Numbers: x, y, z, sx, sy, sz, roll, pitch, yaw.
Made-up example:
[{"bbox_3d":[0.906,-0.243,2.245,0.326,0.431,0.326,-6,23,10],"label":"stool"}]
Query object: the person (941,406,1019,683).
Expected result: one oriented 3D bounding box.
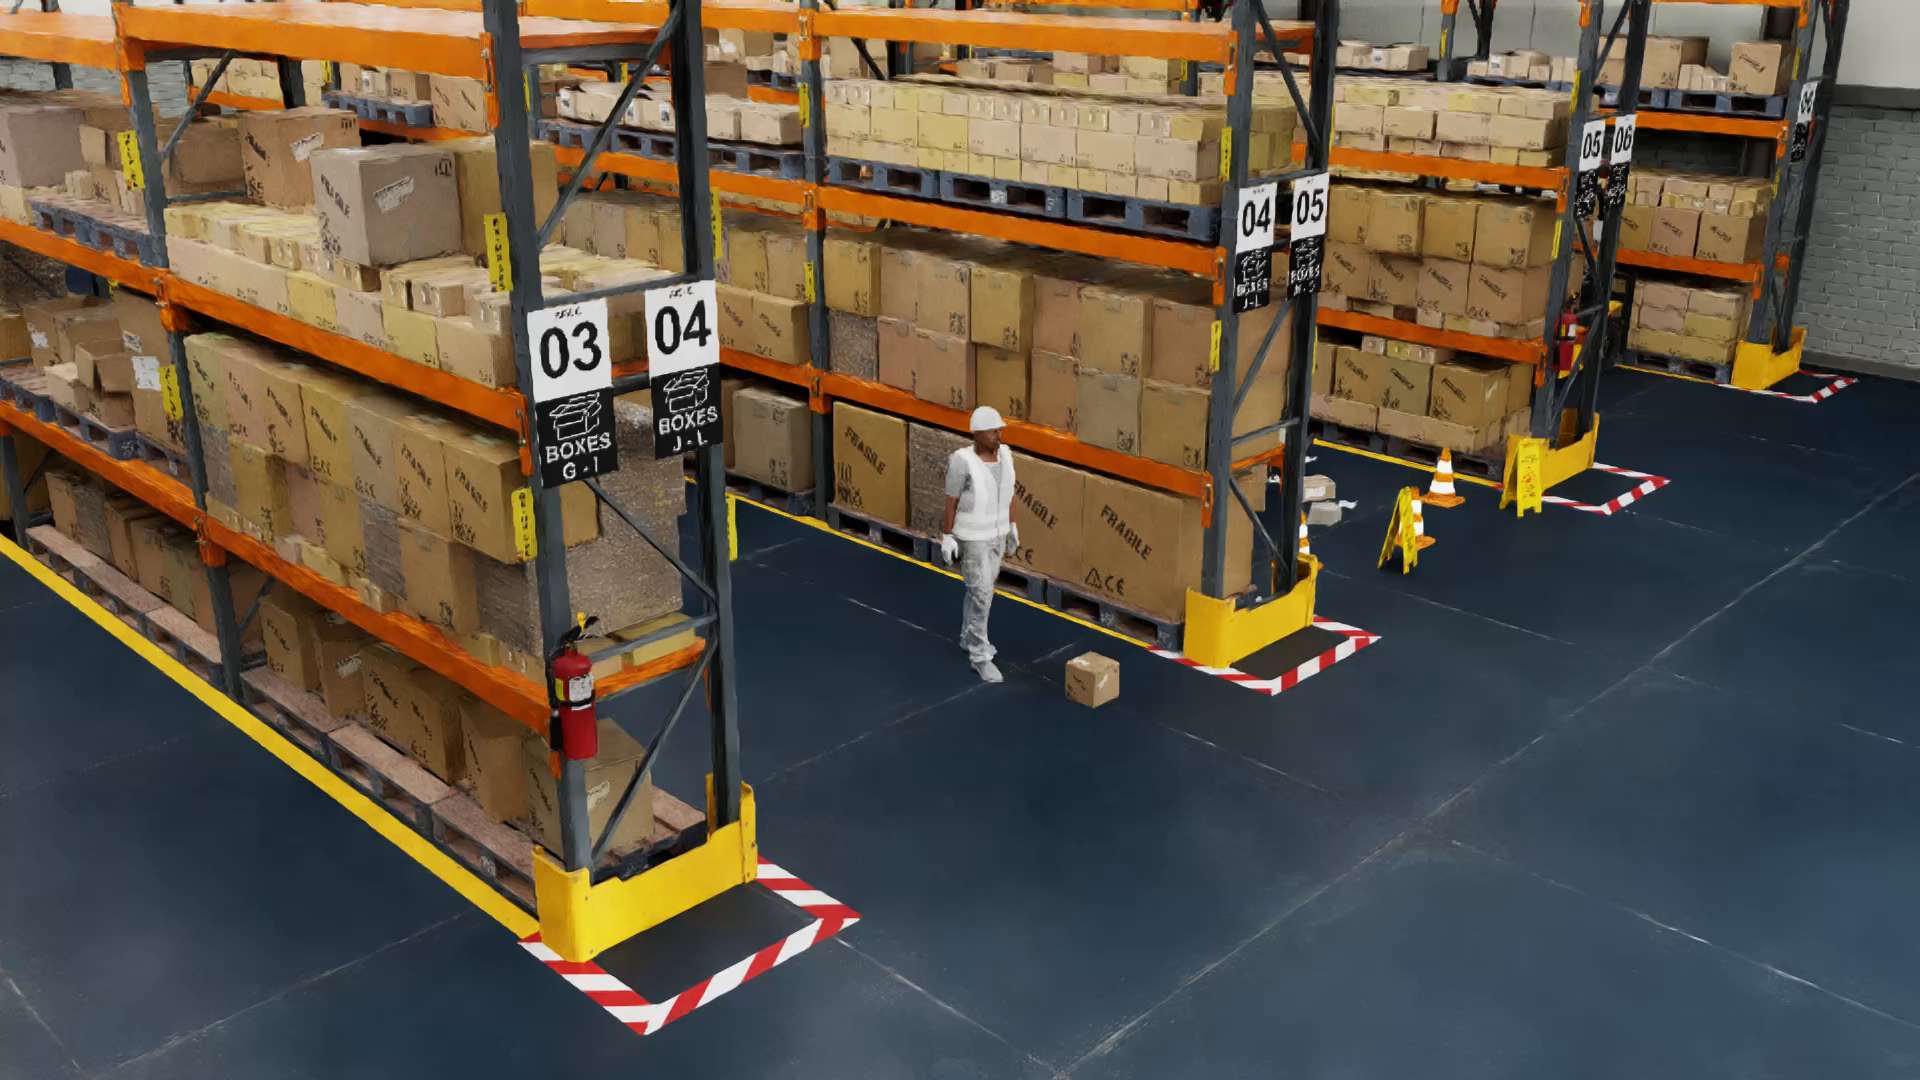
[{"bbox_3d":[0.202,-0.009,11.072,0.583,1.801,0.560,18,27,40],"label":"person"}]
